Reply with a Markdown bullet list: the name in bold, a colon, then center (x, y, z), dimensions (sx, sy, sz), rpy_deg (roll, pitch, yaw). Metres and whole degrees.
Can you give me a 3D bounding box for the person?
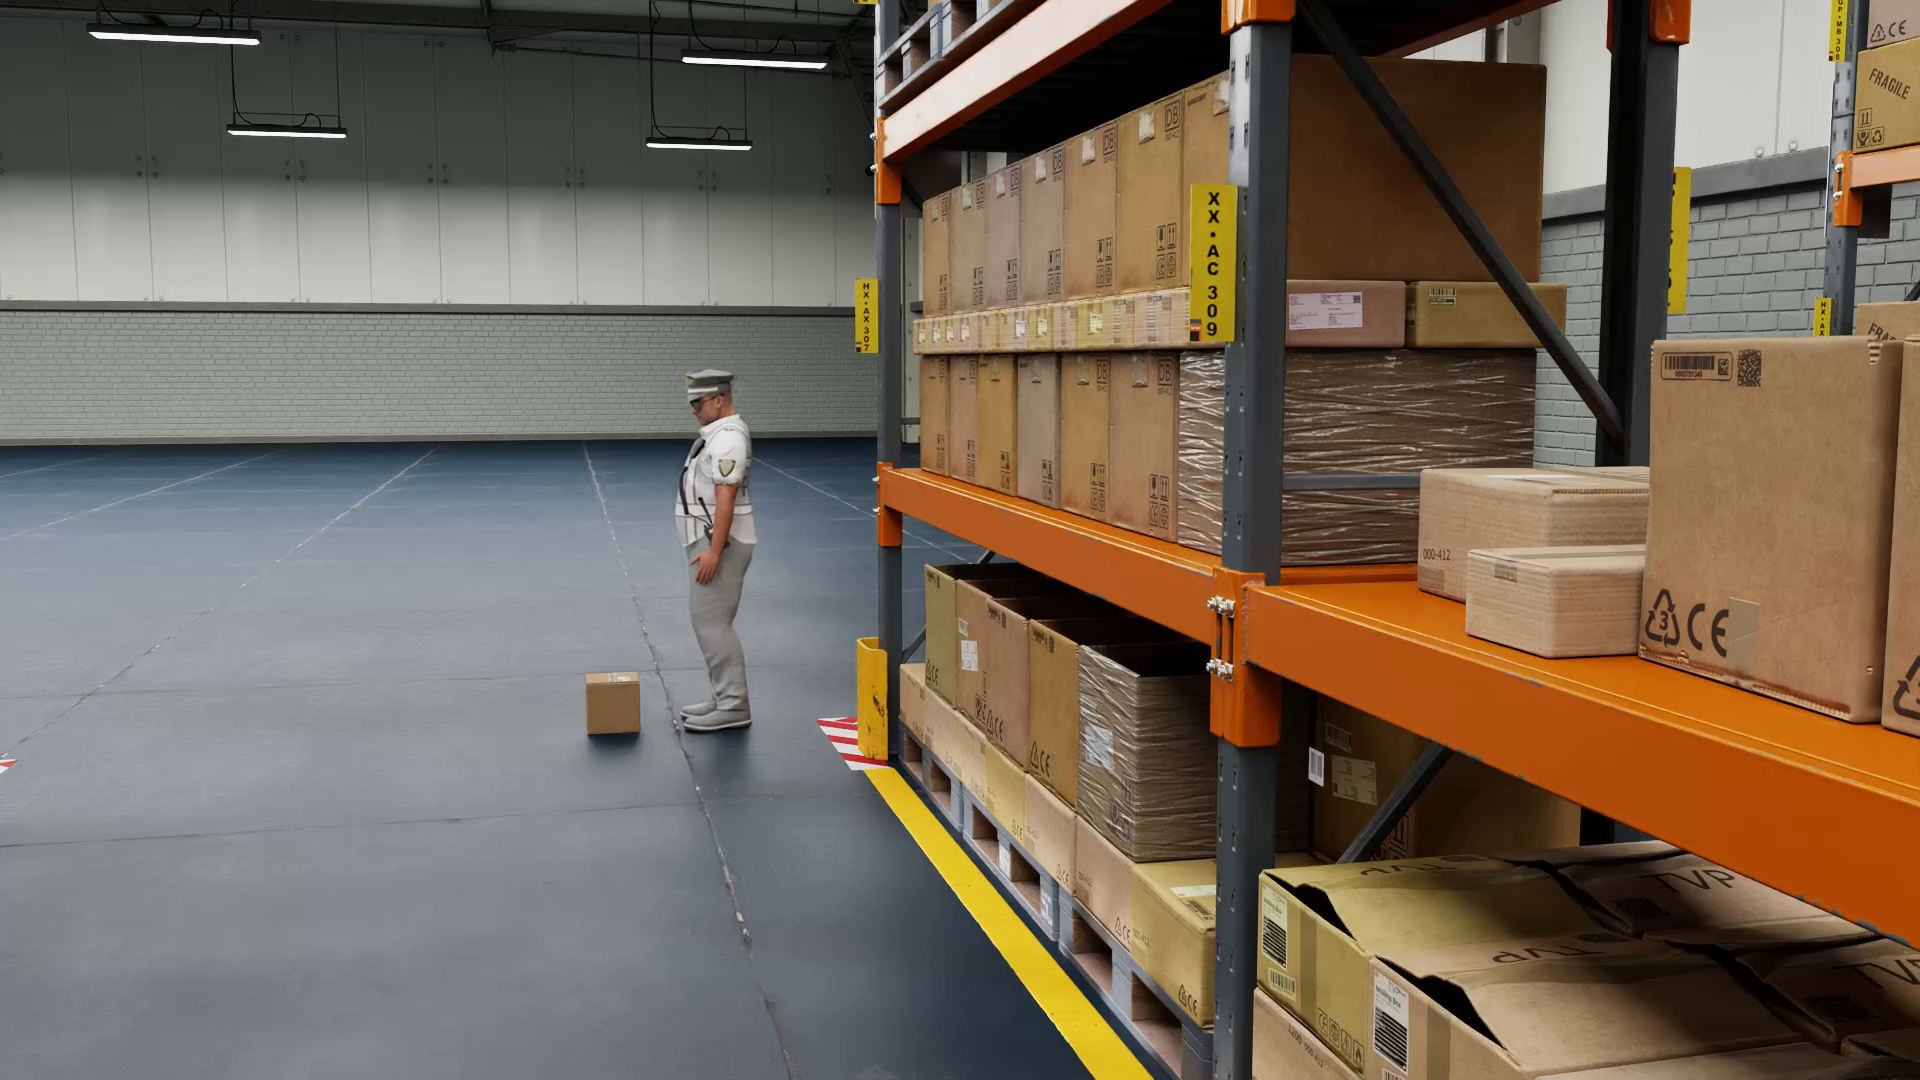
- **person**: center (-1.218, 0.111, 8.085), dimensions (0.634, 1.614, 0.578), rpy_deg (-1, 6, -13)
